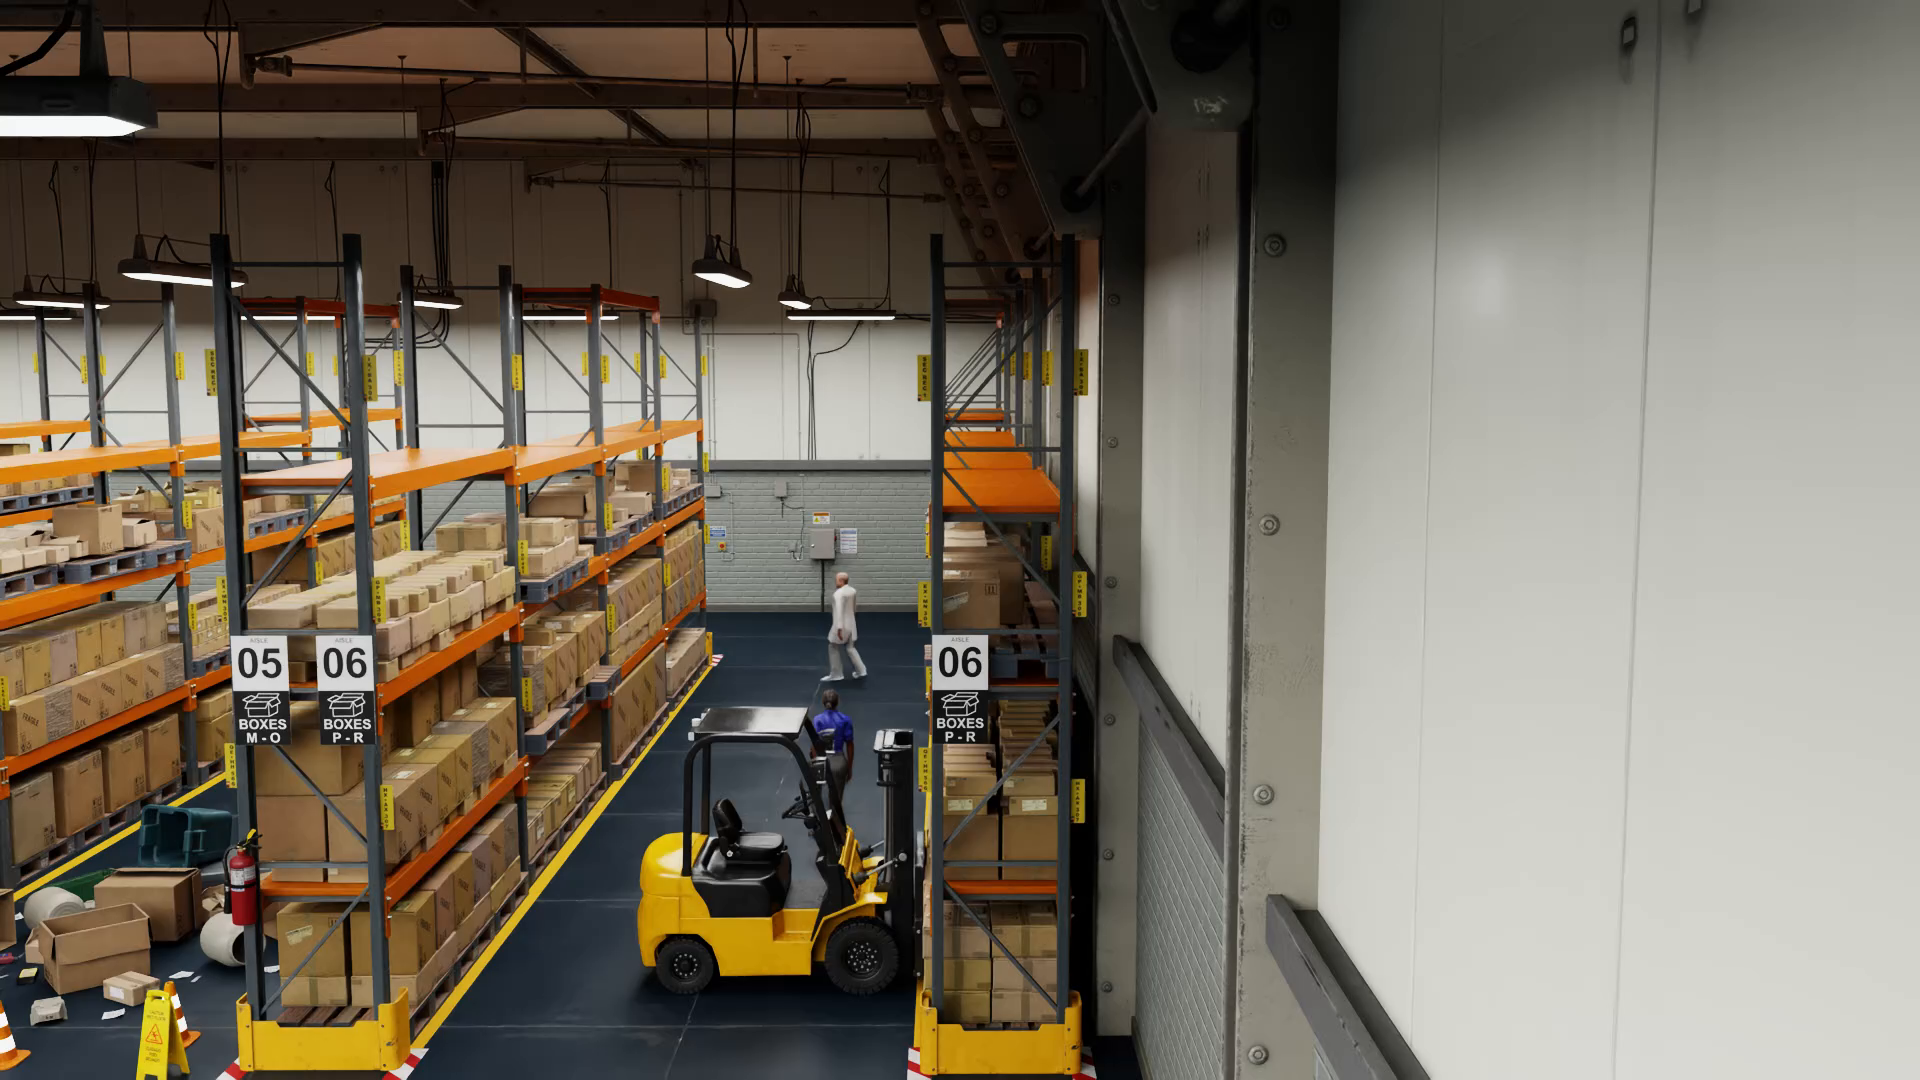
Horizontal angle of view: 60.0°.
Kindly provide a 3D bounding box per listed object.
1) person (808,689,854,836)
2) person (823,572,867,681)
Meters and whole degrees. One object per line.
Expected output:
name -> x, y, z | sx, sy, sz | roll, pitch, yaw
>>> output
person -> -1.311, 2.303, 16.917 | 0.482, 1.569, 0.656 | -1, 6, -12
person -> -1.840, 1.389, 26.437 | 0.811, 1.779, 0.648 | 3, 7, 28
